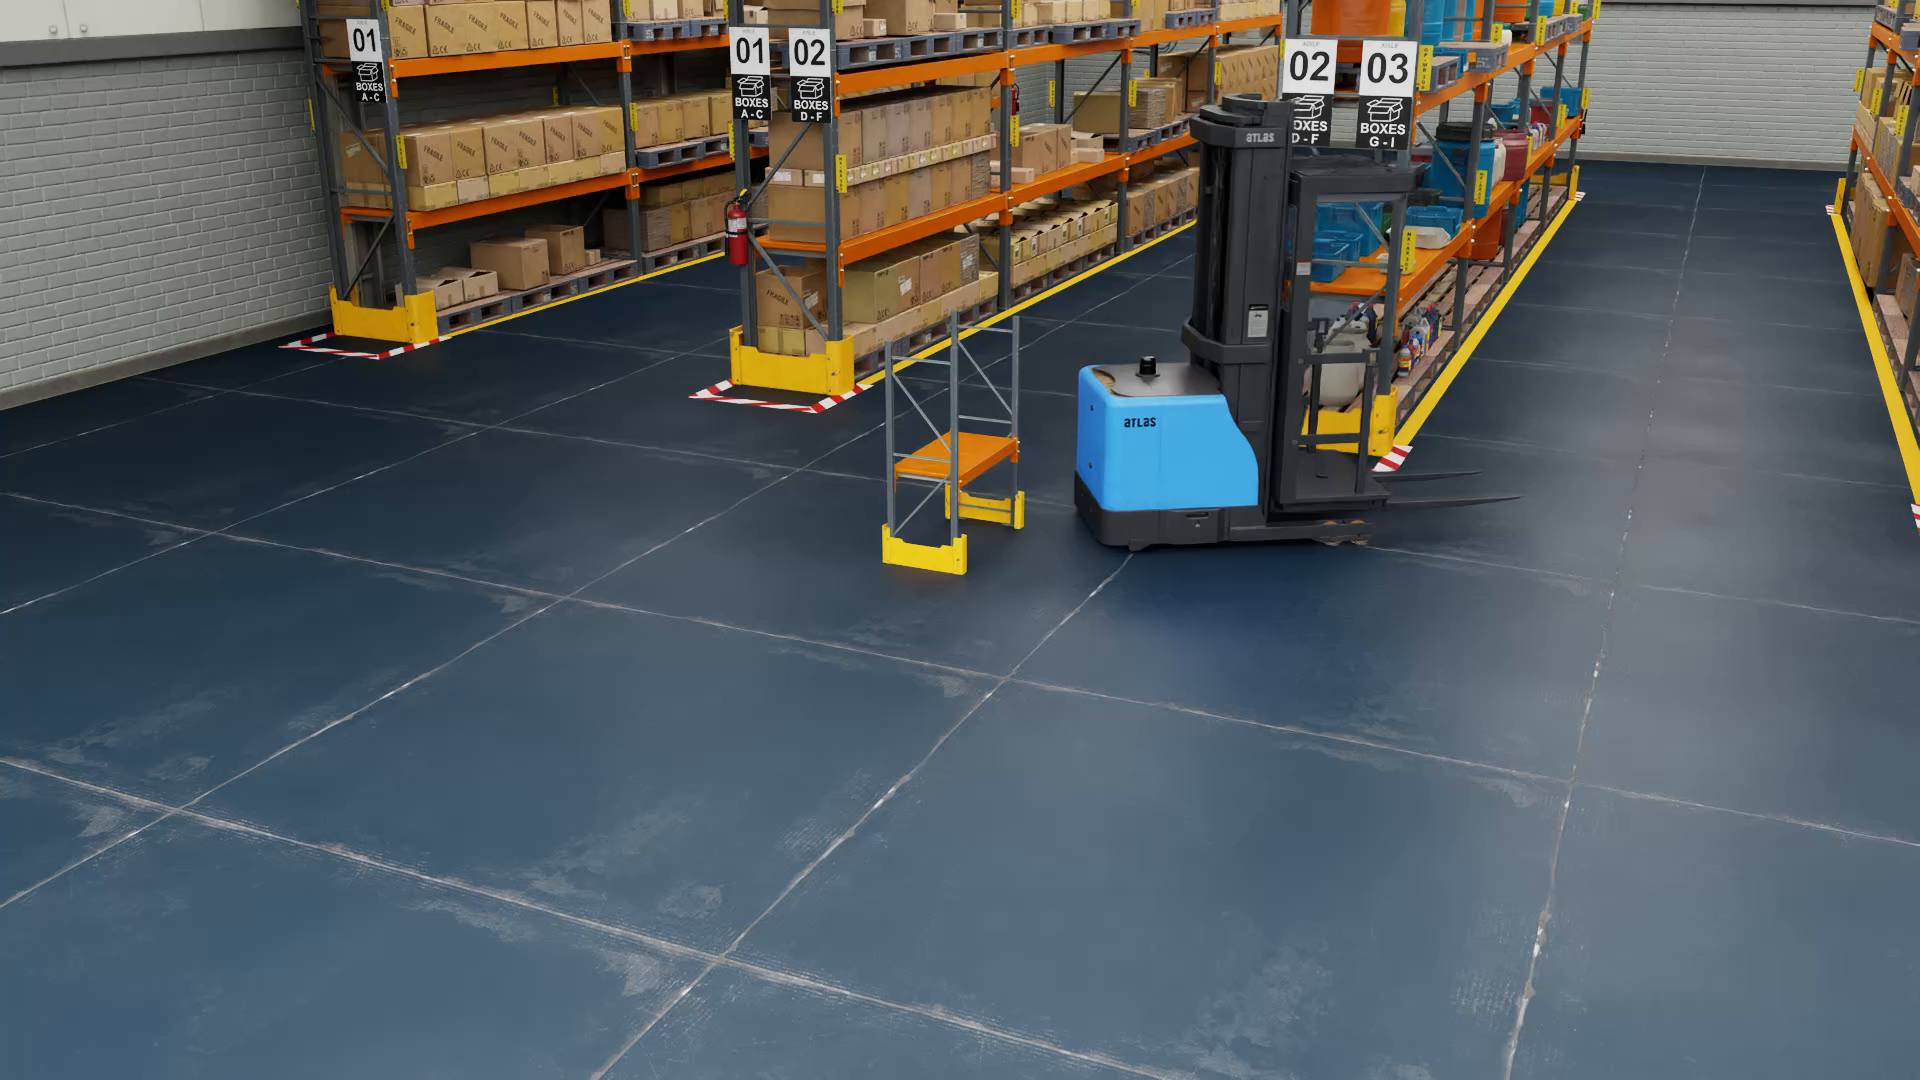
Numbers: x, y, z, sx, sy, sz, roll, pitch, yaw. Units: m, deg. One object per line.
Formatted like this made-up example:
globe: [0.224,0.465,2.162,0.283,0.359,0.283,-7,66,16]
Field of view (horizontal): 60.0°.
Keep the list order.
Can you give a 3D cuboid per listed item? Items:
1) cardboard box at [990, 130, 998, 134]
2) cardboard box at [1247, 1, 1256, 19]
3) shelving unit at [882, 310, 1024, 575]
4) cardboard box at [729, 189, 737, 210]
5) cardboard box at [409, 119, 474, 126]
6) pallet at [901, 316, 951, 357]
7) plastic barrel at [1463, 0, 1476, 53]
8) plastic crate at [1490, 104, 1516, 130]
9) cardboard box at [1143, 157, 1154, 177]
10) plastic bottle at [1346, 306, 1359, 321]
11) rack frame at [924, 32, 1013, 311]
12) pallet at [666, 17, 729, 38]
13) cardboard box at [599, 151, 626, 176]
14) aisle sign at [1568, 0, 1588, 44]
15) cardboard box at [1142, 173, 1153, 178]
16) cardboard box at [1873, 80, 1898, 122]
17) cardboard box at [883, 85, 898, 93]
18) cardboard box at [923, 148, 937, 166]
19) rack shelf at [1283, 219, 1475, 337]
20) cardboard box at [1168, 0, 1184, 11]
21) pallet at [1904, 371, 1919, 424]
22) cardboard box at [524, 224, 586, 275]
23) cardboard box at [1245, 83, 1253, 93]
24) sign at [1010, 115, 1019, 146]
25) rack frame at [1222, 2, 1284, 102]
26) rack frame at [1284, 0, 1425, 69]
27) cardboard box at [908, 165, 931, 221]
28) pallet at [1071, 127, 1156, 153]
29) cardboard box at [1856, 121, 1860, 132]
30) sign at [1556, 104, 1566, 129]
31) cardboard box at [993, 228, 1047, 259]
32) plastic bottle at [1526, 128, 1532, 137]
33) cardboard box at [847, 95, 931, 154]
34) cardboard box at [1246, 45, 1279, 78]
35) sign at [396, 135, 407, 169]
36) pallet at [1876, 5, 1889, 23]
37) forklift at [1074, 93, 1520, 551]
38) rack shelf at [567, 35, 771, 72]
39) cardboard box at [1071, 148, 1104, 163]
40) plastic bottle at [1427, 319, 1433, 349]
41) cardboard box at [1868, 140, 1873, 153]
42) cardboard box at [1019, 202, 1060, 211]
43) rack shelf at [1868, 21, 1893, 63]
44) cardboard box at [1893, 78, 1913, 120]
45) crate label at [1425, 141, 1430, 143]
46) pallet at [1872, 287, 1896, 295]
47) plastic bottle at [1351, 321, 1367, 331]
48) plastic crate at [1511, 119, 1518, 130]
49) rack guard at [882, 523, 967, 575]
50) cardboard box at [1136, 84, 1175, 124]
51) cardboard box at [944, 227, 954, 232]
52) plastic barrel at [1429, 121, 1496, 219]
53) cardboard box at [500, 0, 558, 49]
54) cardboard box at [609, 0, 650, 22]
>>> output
cardboard box: [0.284,-7.224,30.409,0.700,0.500,0.500,9,21,23]
cardboard box: [4.403,-8.446,26.488,0.500,0.250,0.500,9,21,23]
shelving unit: [-0.031,-0.683,11.152,0.587,1.500,1.083,9,21,23]
cardboard box: [-3.361,-4.647,23.133,0.700,0.500,0.500,9,21,23]
cardboard box: [-5.650,-4.317,18.206,0.500,0.500,0.500,8,21,21]
pallet: [-0.776,-2.159,17.226,1.003,0.211,1.213,9,21,23]
plastic barrel: [5.150,-5.639,17.623,0.600,0.901,0.708,9,21,23]
plastic crate: [7.760,-6.060,23.966,0.392,0.384,0.575,9,21,23]
cardboard box: [2.532,-5.493,24.393,0.500,0.250,0.500,9,21,23]
plastic bottle: [3.817,-2.116,16.238,0.144,0.351,0.185,8,21,20]
rack frame: [0.086,-4.085,18.478,1.000,3.000,0.127,9,21,23]
pallet: [-3.663,-6.580,21.297,1.213,0.211,1.003,9,21,23]
cardboard box: [-4.352,-4.516,19.884,0.500,0.250,0.500,9,21,23]
aisle sign: [9.815,-8.279,26.392,0.394,0.787,0.004,9,21,23]
cardboard box: [2.522,-5.129,24.489,0.500,0.500,0.500,9,21,23]
cardboard box: [12.343,-5.770,21.877,0.500,0.500,0.500,9,22,24]
cardboard box: [-1.317,-7.073,26.257,0.500,0.500,0.500,9,21,23]
cardboard box: [-0.457,-3.856,16.716,0.380,0.149,0.250,9,22,24]
rack shelf: [3.785,-2.454,14.965,1.077,0.370,4.000,9,21,23]
cardboard box: [2.836,-7.884,23.761,0.600,0.600,0.600,8,21,22]
pallet: [8.880,-1.200,14.529,1.003,0.211,1.213,9,21,23]
cardboard box: [-4.823,-3.470,19.824,0.500,0.500,0.500,7,21,19]
cardboard box: [4.440,-7.161,26.979,0.500,0.500,0.500,8,21,22]
sign: [0.593,-4.454,18.107,0.100,0.325,0.005,9,21,23]
rack frame: [5.000,-7.753,28.793,1.000,3.000,0.127,9,21,23]
rack frame: [2.966,-5.008,12.120,1.000,3.000,0.127,9,21,23]
cardboard box: [-0.717,-3.524,16.751,0.700,0.500,0.500,9,22,24]
pallet: [1.938,-5.434,22.558,1.213,0.211,1.003,9,21,23]
cardboard box: [13.382,-6.054,24.391,0.380,0.149,0.250,8,21,21]
sign: [8.381,-5.904,23.180,0.100,0.325,0.005,9,21,23]
cardboard box: [0.693,-3.496,19.462,0.500,0.311,0.500,8,21,22]
plastic bottle: [7.351,-5.164,21.586,0.144,0.351,0.185,9,21,23]
cardboard box: [-0.706,-4.146,16.566,0.700,0.500,0.500,9,21,23]
cardboard box: [5.069,-8.098,28.120,0.500,0.500,0.500,8,21,22]
sign: [-5.577,-3.874,16.594,0.100,0.325,0.005,9,21,23]
pallet: [13.742,-7.536,23.838,1.003,0.211,1.213,9,21,23]
forklift: [2.382,-1.512,11.347,3.031,2.935,1.130,-3,20,-7]
rack shelf: [-3.615,-6.449,21.723,1.077,0.370,4.000,9,21,23]
cardboard box: [1.608,-4.876,21.079,0.380,0.149,0.250,9,21,23]
plastic bottle: [4.496,-1.981,15.959,0.061,0.283,0.133,10,22,26]
cardboard box: [12.225,-5.190,21.960,0.380,0.149,0.250,9,21,23]
cardboard box: [1.035,-4.193,21.421,0.500,0.311,0.500,8,21,21]
rack shelf: [13.217,-6.856,22.867,1.077,0.370,4.000,9,21,23]
cardboard box: [12.144,-5.493,20.792,0.797,0.503,0.637,8,21,21]
crate label: [5.588,-4.377,19.247,0.502,0.435,0.616,9,21,23]
pallet: [11.152,-2.864,19.207,1.003,0.211,1.213,9,21,23]
plastic bottle: [3.789,-1.938,15.850,0.152,0.276,0.135,9,21,23]
plastic crate: [8.093,-6.127,24.542,0.437,0.125,0.590,9,21,23]
rack guard: [-0.235,0.058,10.933,0.587,0.250,0.087,9,21,23]
cardboard box: [2.695,-6.227,23.725,0.700,0.500,0.500,3,20,9]
cardboard box: [-0.389,-3.242,18.465,0.500,0.500,0.500,9,21,23]
plastic barrel: [5.038,-3.717,16.695,0.600,0.901,0.708,9,21,23]
cardboard box: [-4.827,-5.717,18.413,0.500,0.500,0.500,8,21,21]
cardboard box: [-4.138,-6.578,20.236,0.500,0.500,0.500,12,23,30]
